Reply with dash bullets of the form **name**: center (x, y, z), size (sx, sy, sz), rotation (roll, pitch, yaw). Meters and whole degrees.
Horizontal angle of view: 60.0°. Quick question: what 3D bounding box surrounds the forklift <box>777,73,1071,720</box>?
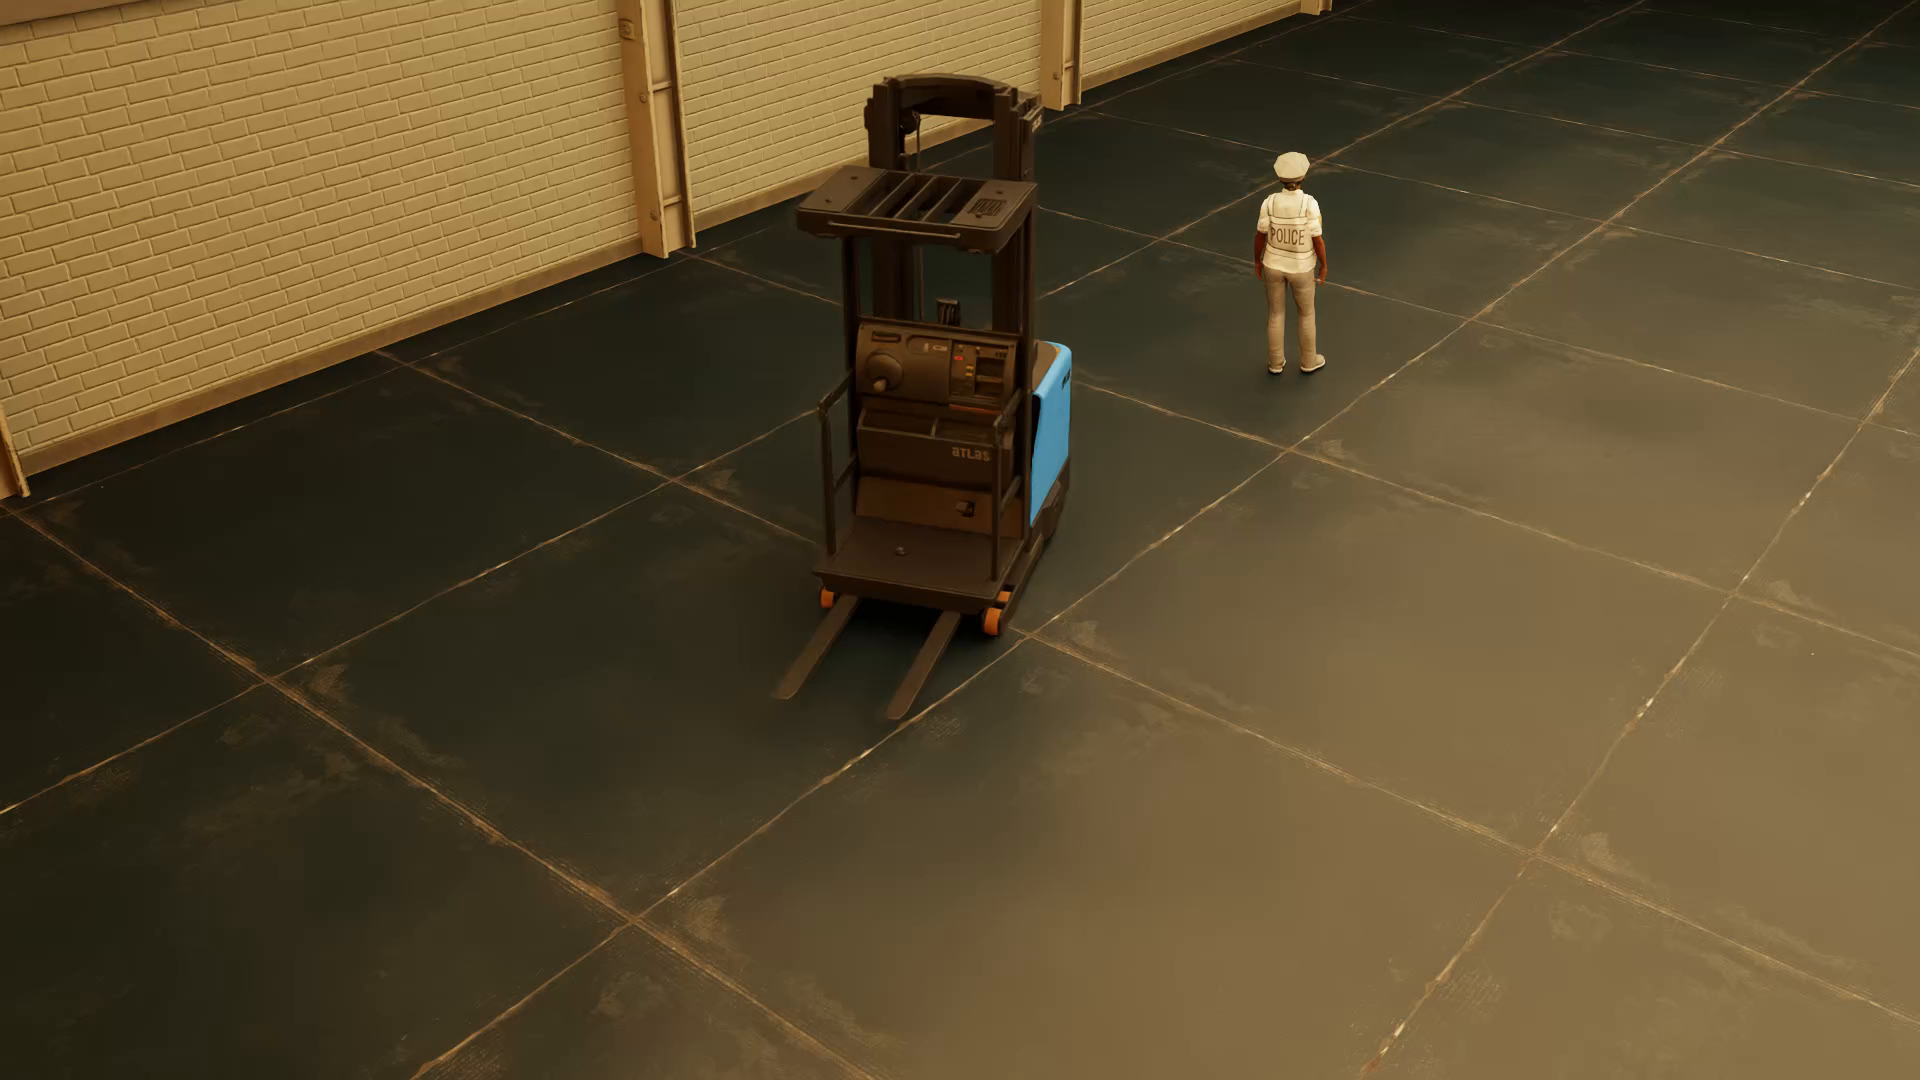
- **forklift**: center (-0.198, -0.935, 9.196), size (1.130, 2.935, 3.031), rotation (9, 31, 14)

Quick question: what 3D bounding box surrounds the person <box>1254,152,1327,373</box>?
- **person**: center (2.467, -2.047, 12.310), size (0.569, 1.695, 0.527), rotation (12, 33, 20)
